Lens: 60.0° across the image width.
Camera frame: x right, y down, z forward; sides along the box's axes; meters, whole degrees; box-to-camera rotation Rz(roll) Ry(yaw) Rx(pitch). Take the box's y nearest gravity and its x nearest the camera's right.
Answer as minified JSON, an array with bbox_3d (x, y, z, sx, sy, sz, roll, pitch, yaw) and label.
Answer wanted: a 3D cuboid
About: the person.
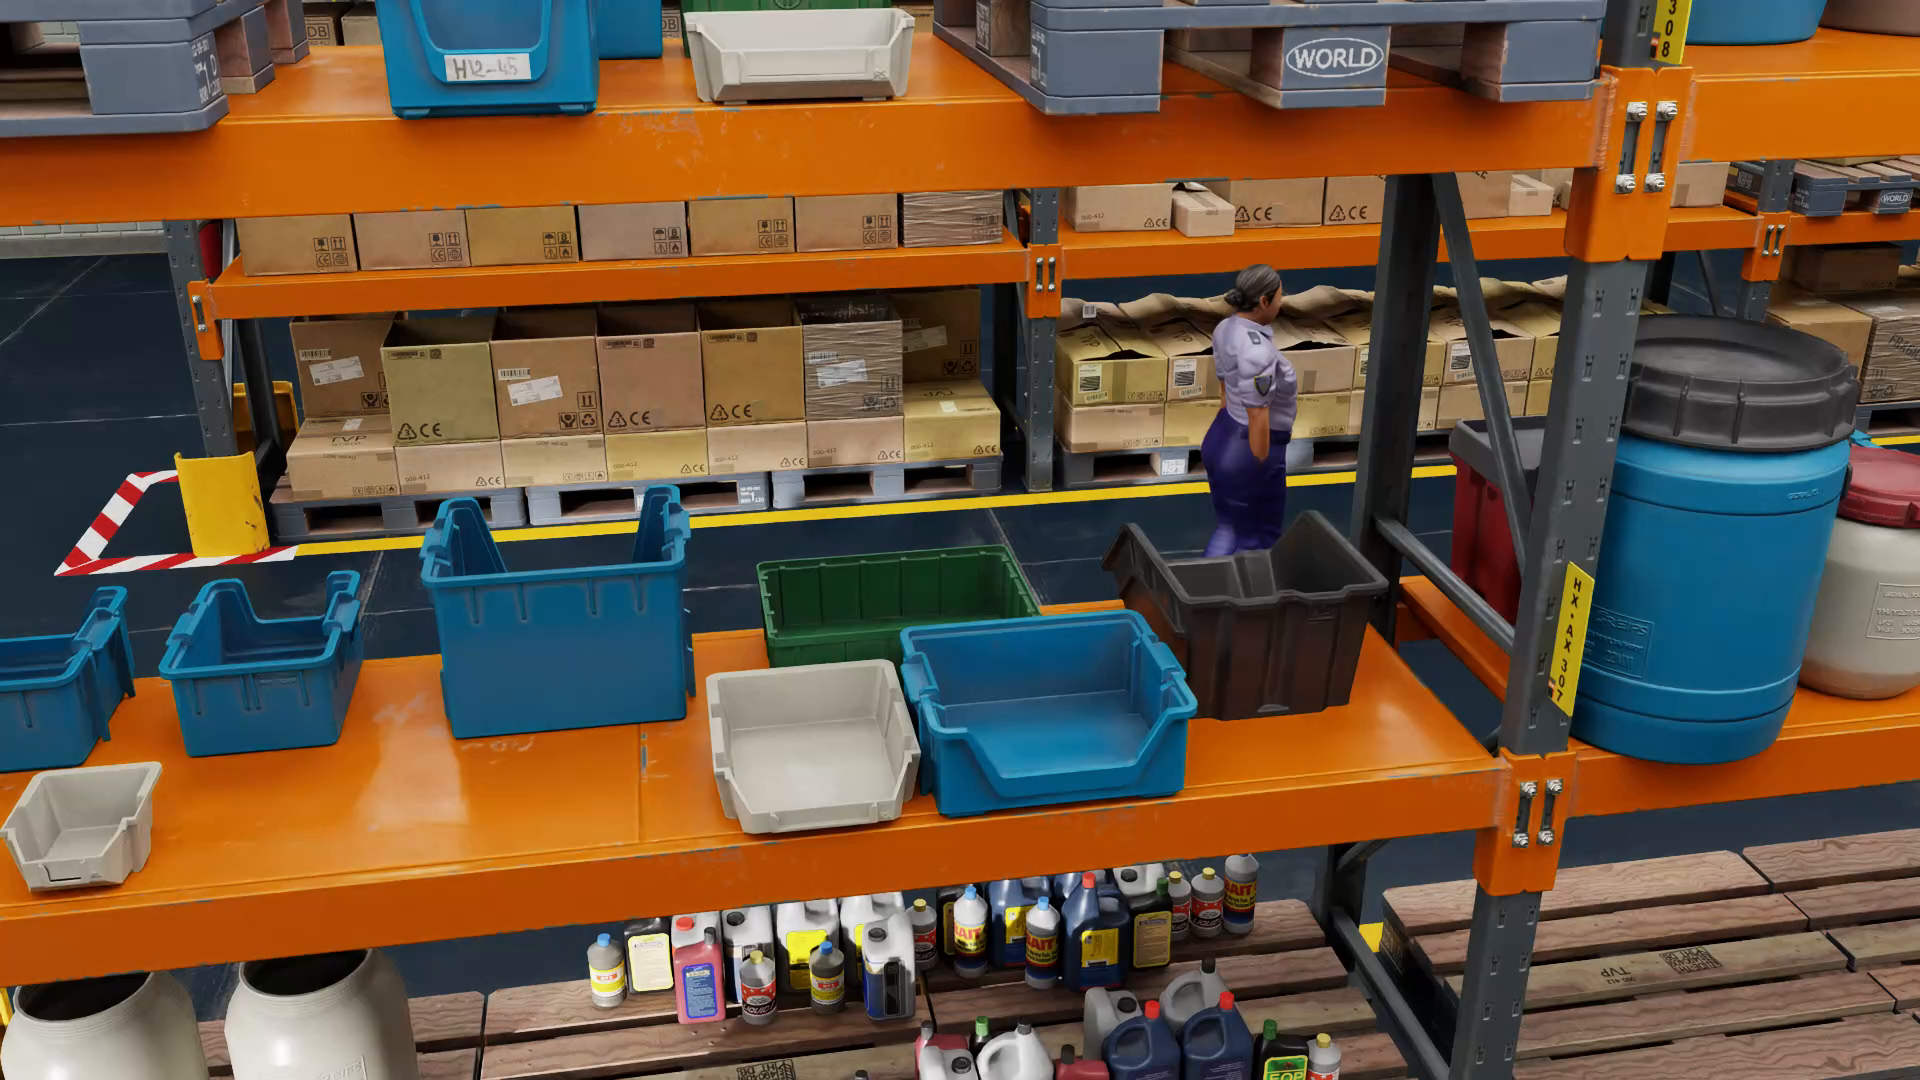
[{"bbox_3d":[1.189,-0.334,6.908,0.342,1.654,0.470,-4,24,-9],"label":"person"}]
